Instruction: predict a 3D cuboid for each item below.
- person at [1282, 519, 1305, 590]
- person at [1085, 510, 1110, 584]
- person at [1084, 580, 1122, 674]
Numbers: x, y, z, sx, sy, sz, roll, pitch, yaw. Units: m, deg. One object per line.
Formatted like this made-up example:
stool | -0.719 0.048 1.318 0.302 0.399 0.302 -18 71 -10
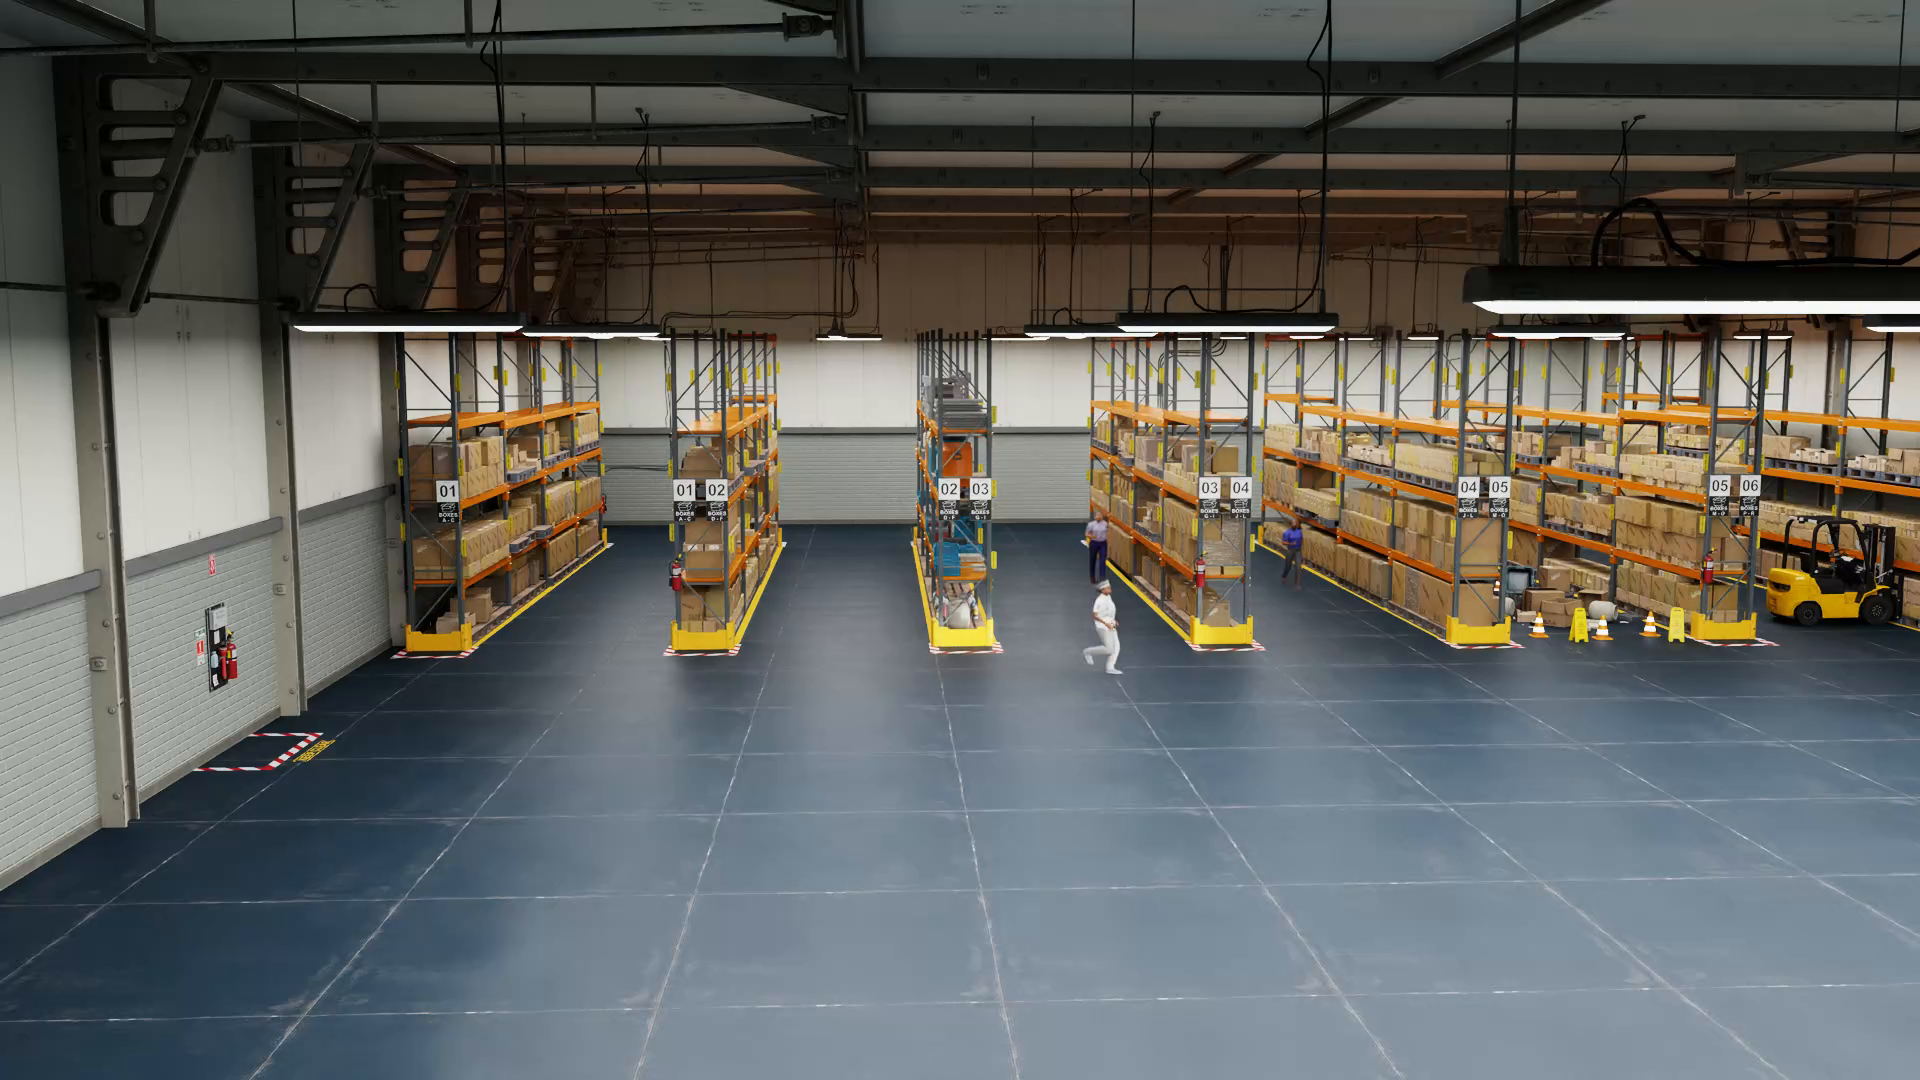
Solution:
person | 7.794 0.313 38.930 0.559 1.631 0.900 -1 7 -7
person | 3.137 0.184 37.654 0.612 1.706 0.838 -1 7 -7
person | 2.515 1.505 28.969 0.672 1.649 0.593 3 8 26
